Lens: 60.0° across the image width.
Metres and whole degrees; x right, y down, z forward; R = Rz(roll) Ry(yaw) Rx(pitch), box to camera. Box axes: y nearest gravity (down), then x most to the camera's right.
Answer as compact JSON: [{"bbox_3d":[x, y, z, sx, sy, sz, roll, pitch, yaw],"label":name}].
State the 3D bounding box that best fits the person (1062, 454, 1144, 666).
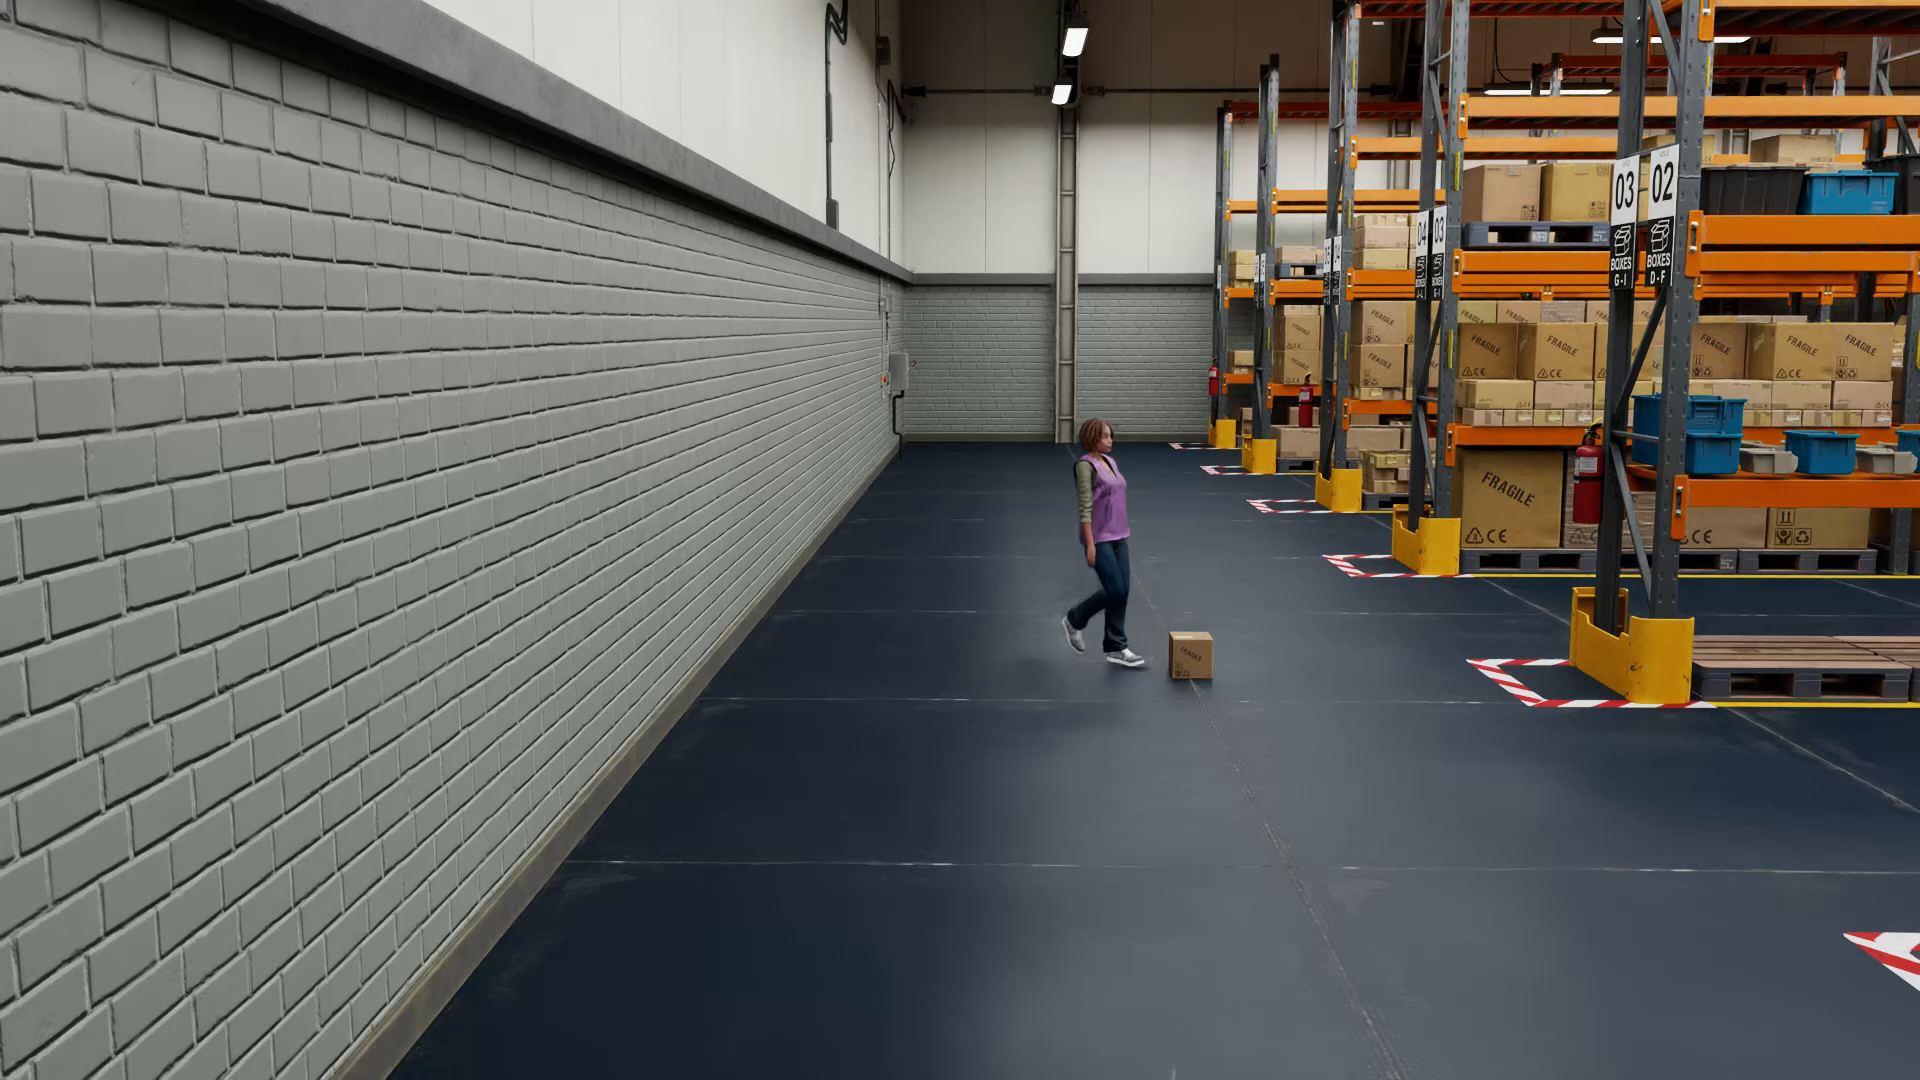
[{"bbox_3d":[2.319,-0.129,5.589,8.693,3.183,6.763,5,9,36],"label":"person"}]
